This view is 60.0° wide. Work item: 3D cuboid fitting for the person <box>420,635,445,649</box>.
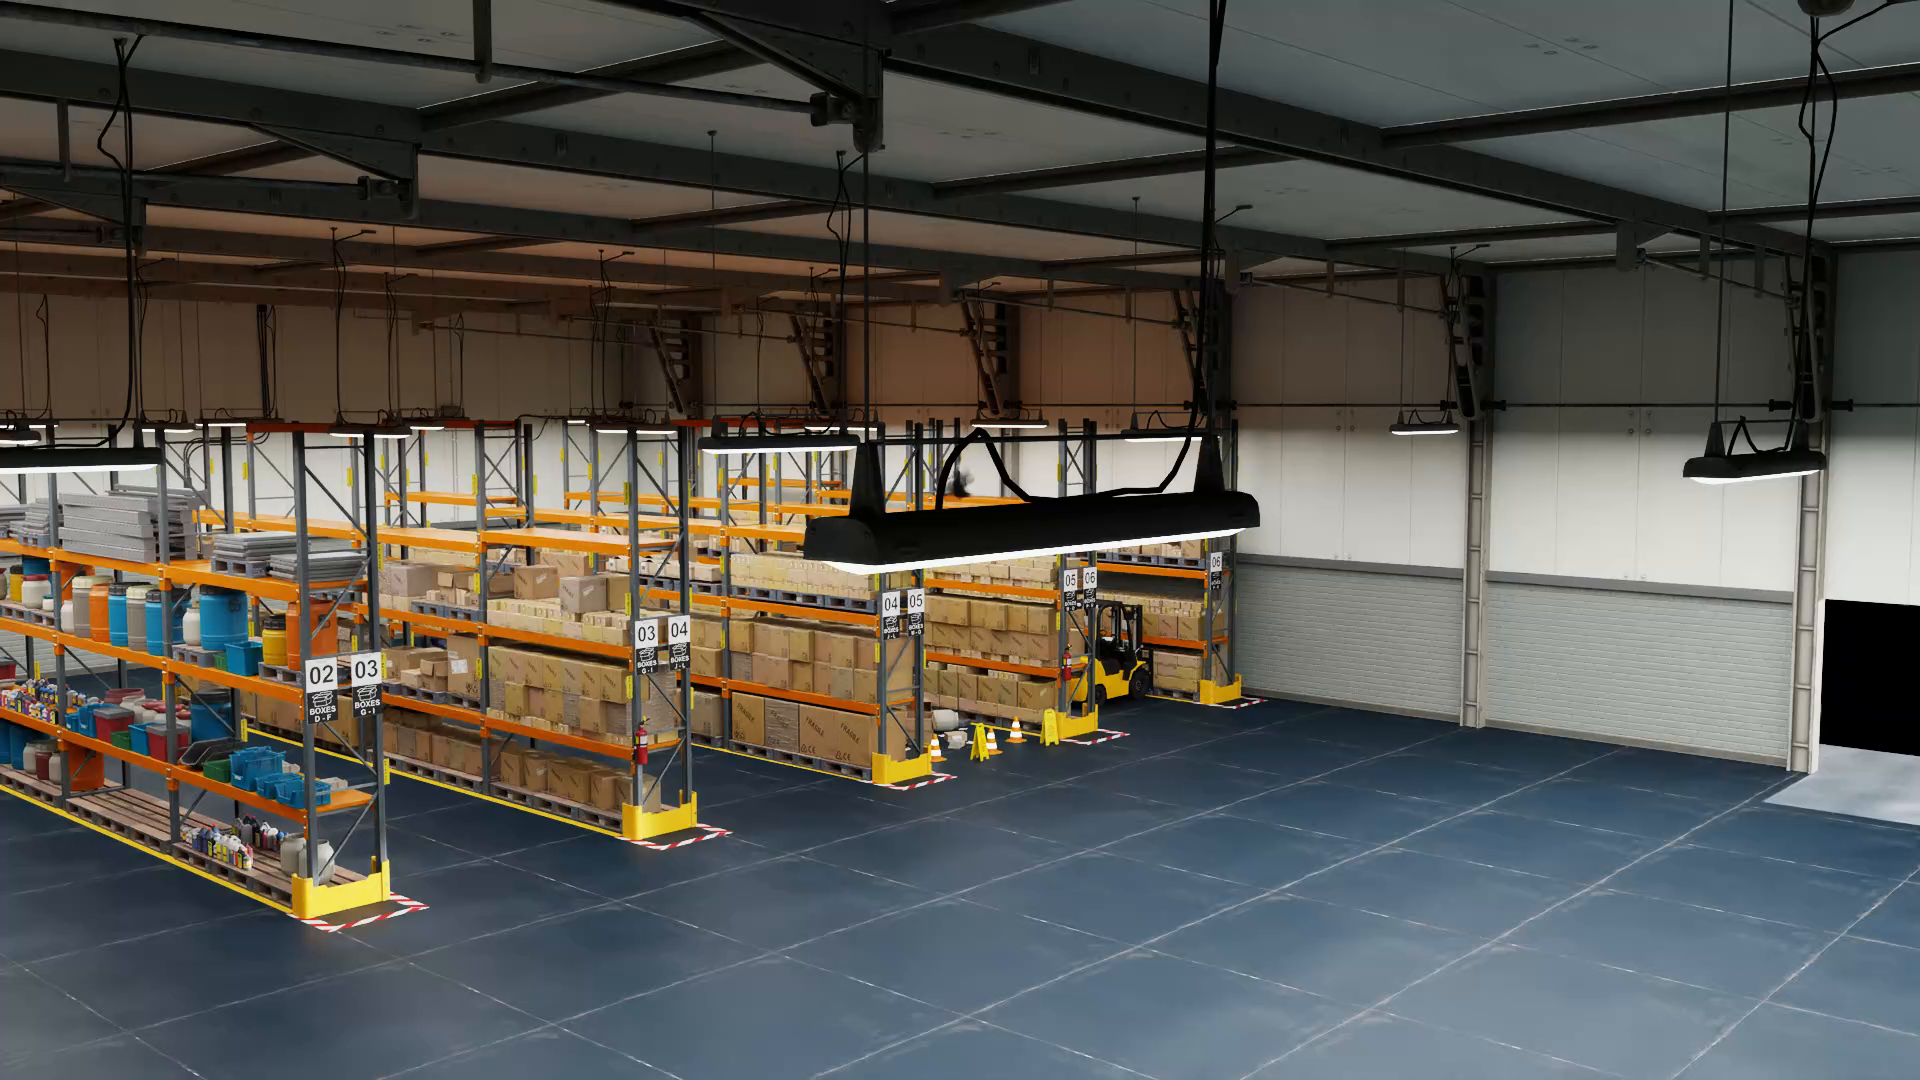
[{"bbox_3d":[-12.842,2.227,40.228,0.893,1.596,0.660,1,5,10],"label":"person"}]
